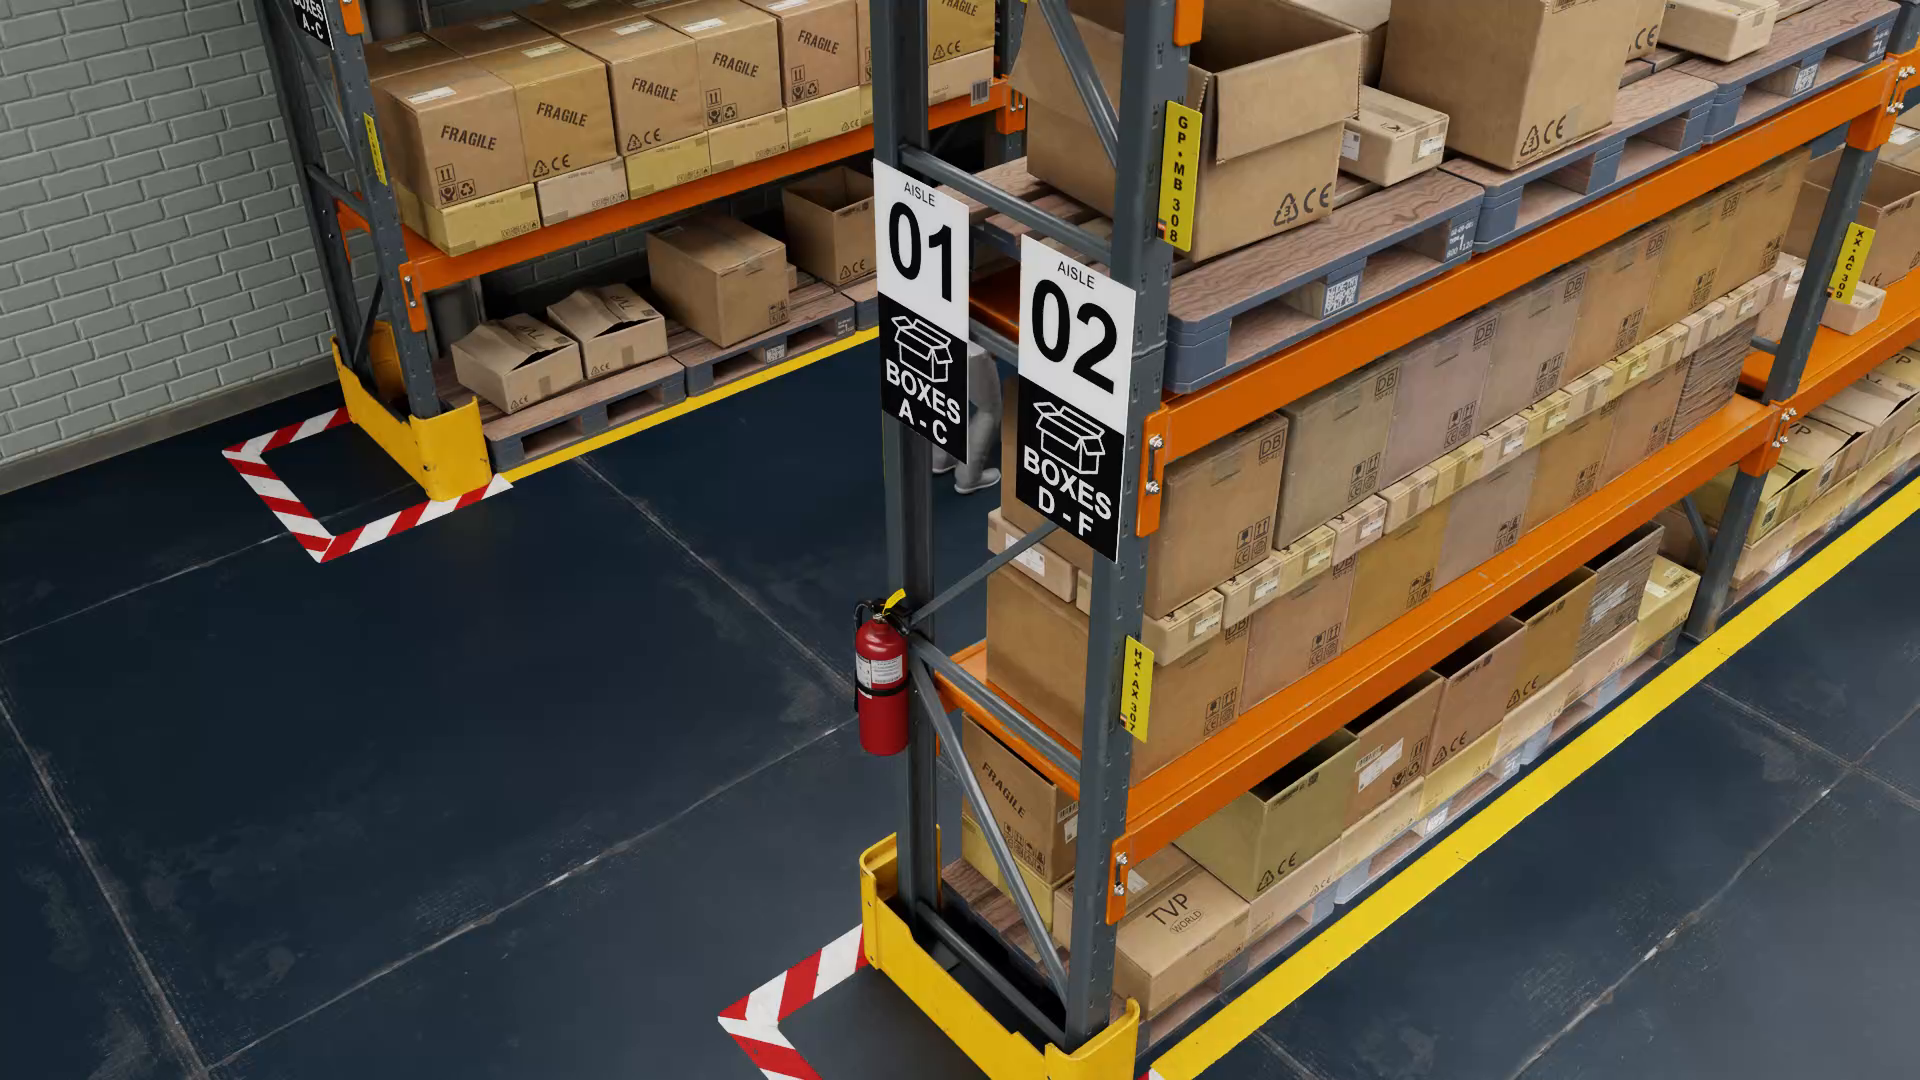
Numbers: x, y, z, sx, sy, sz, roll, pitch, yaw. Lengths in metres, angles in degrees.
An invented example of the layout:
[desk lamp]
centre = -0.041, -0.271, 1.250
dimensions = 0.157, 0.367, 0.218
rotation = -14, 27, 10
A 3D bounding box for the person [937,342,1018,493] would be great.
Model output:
[person]
centre = 0.156, -0.715, 8.840
dimensions = 0.921, 0.770, 0.446
rotation = -28, 44, -32
